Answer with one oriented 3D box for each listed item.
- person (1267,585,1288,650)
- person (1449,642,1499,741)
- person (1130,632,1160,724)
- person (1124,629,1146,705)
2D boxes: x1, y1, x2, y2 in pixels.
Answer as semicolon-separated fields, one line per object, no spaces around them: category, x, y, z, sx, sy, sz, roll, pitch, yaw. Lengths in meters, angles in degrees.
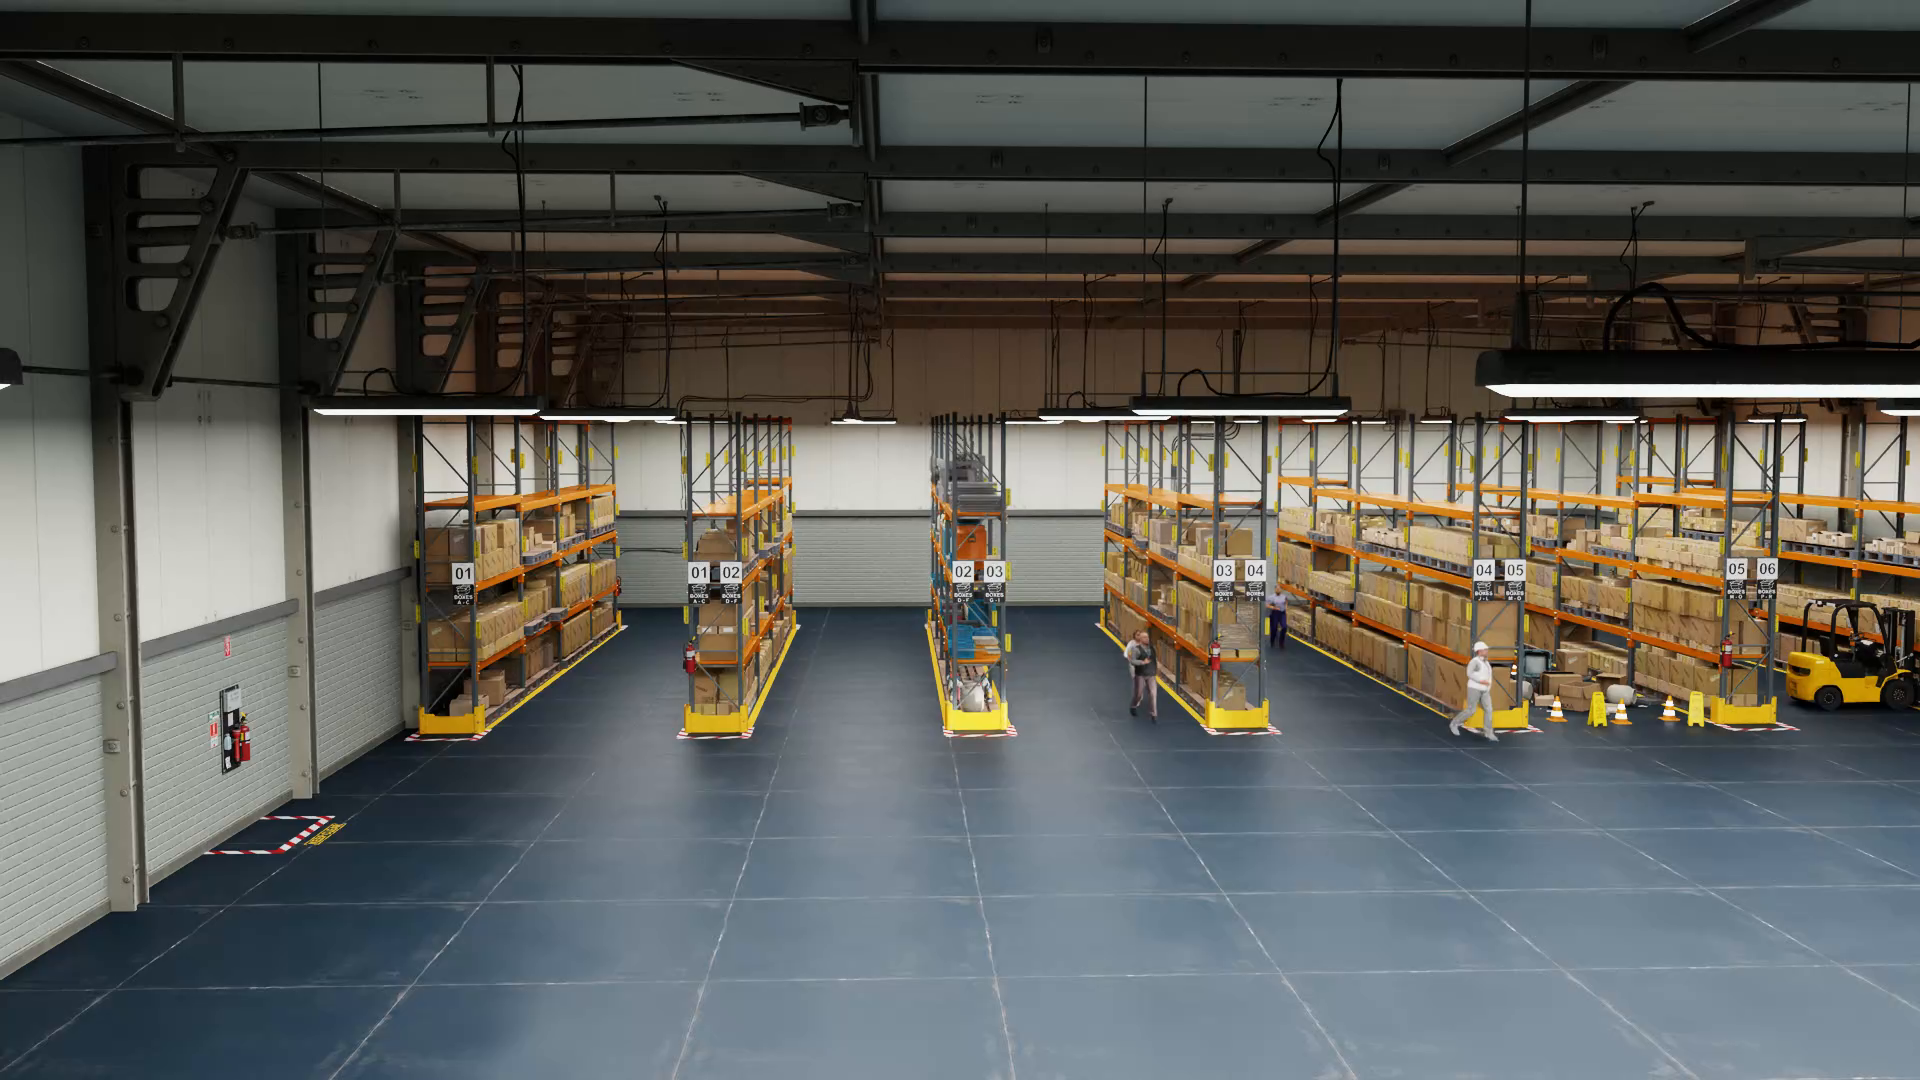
person;8.204;1.999;42.927;0.604;1.698;0.718;0;4;0
person;9.565;2.758;30.549;0.727;1.760;0.946;-3;5;-40
person;3.592;2.647;32.232;0.655;1.707;0.969;-1;4;-17
person;3.641;2.623;34.203;0.543;1.553;0.530;0;4;-7
